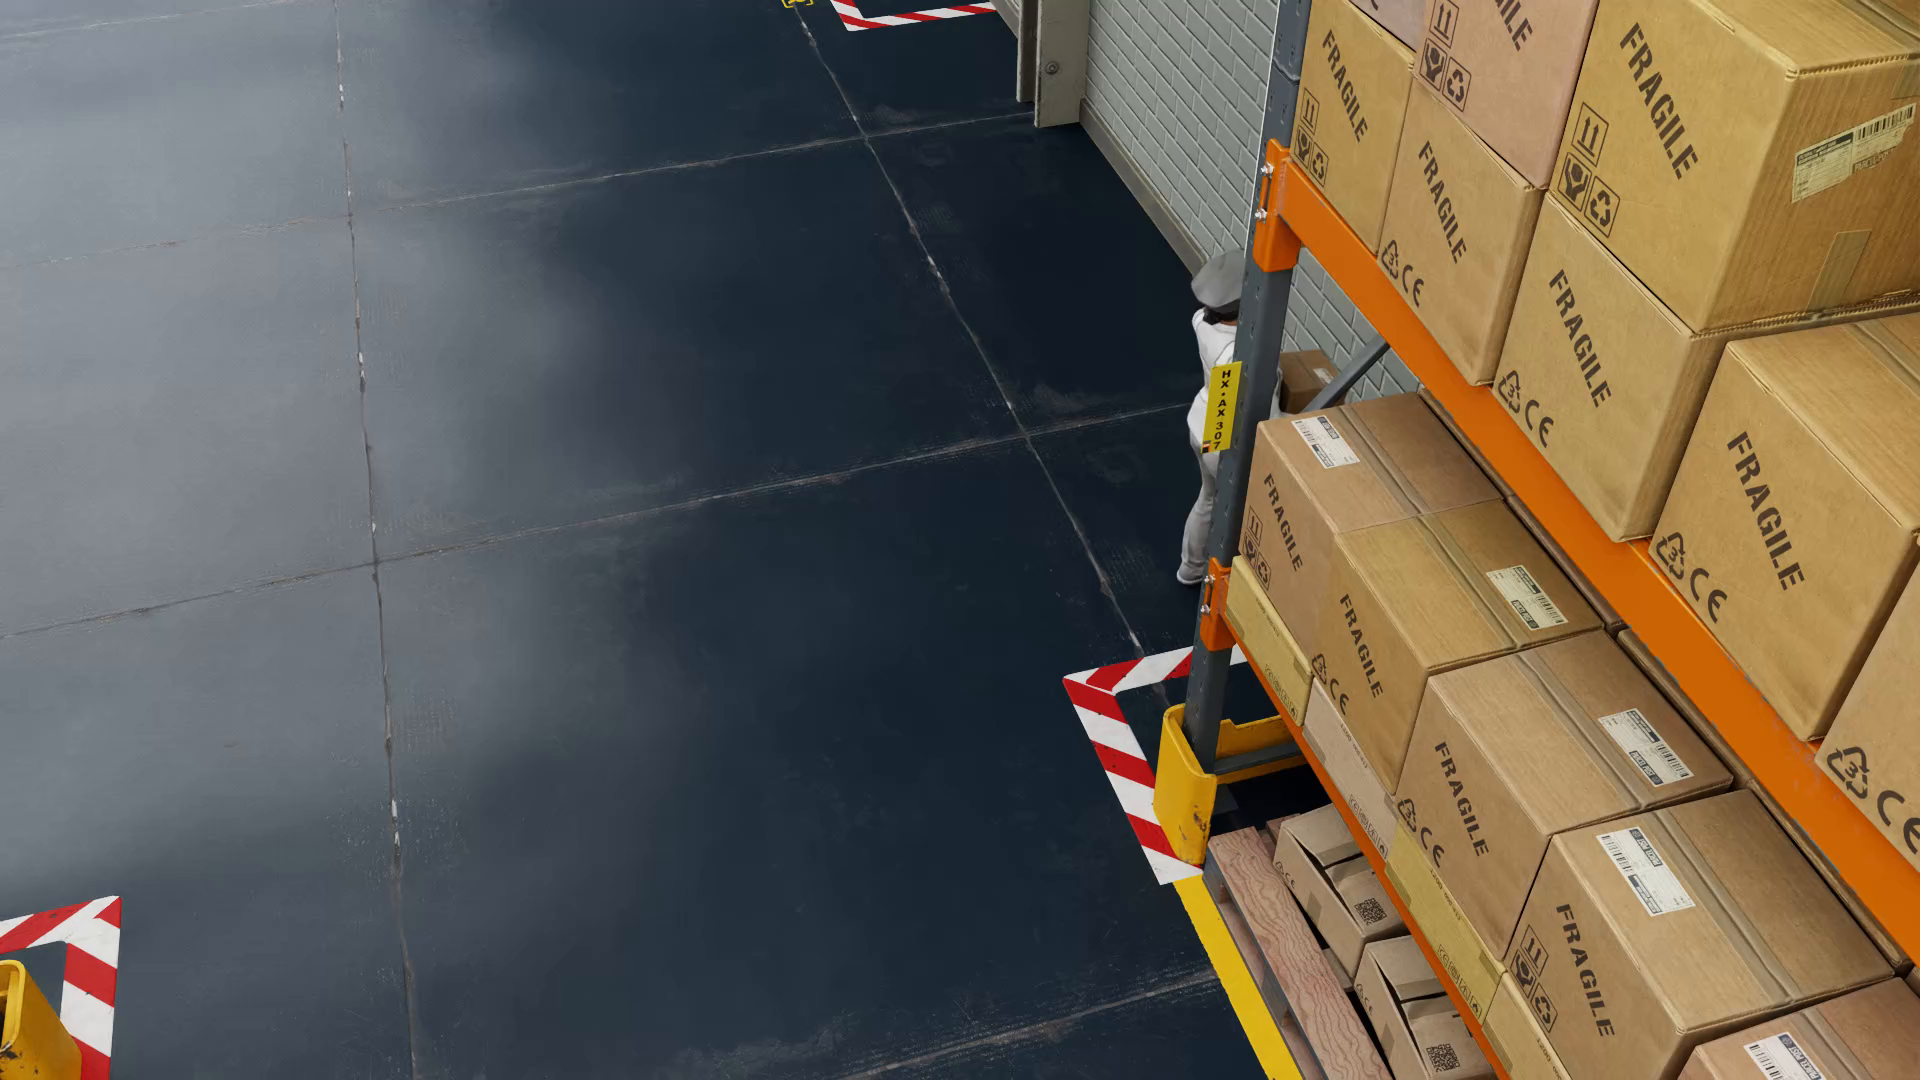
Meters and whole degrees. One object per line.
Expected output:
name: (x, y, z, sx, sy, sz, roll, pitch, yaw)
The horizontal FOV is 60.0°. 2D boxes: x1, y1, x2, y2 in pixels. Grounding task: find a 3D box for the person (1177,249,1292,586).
person: (1.130, -0.407, 6.585, 0.556, 1.686, 0.460, -12, 44, -13)
